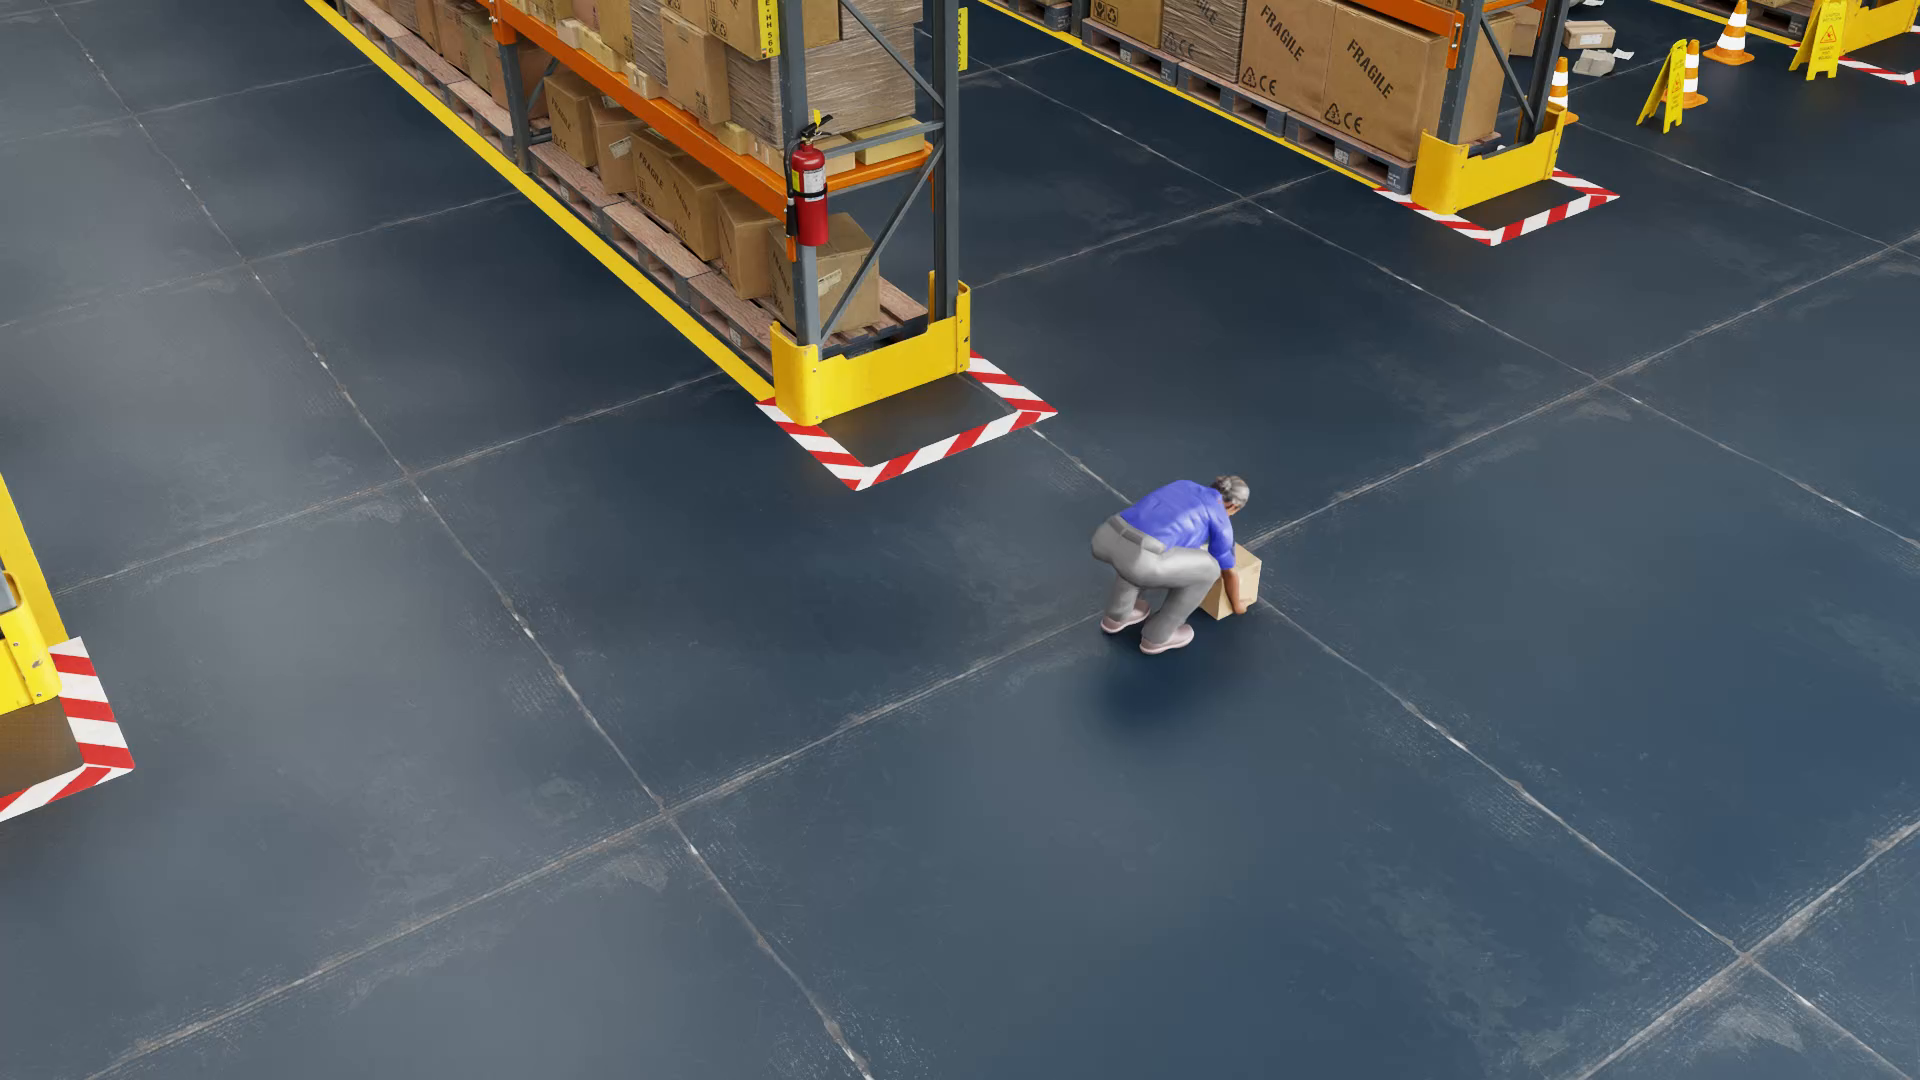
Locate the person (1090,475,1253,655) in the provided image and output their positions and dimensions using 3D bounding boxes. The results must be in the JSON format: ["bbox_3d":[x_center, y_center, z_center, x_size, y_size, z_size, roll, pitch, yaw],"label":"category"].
[{"bbox_3d":[0.977,0.097,7.653,0.871,0.775,0.462,-24,43,-29],"label":"person"}]
